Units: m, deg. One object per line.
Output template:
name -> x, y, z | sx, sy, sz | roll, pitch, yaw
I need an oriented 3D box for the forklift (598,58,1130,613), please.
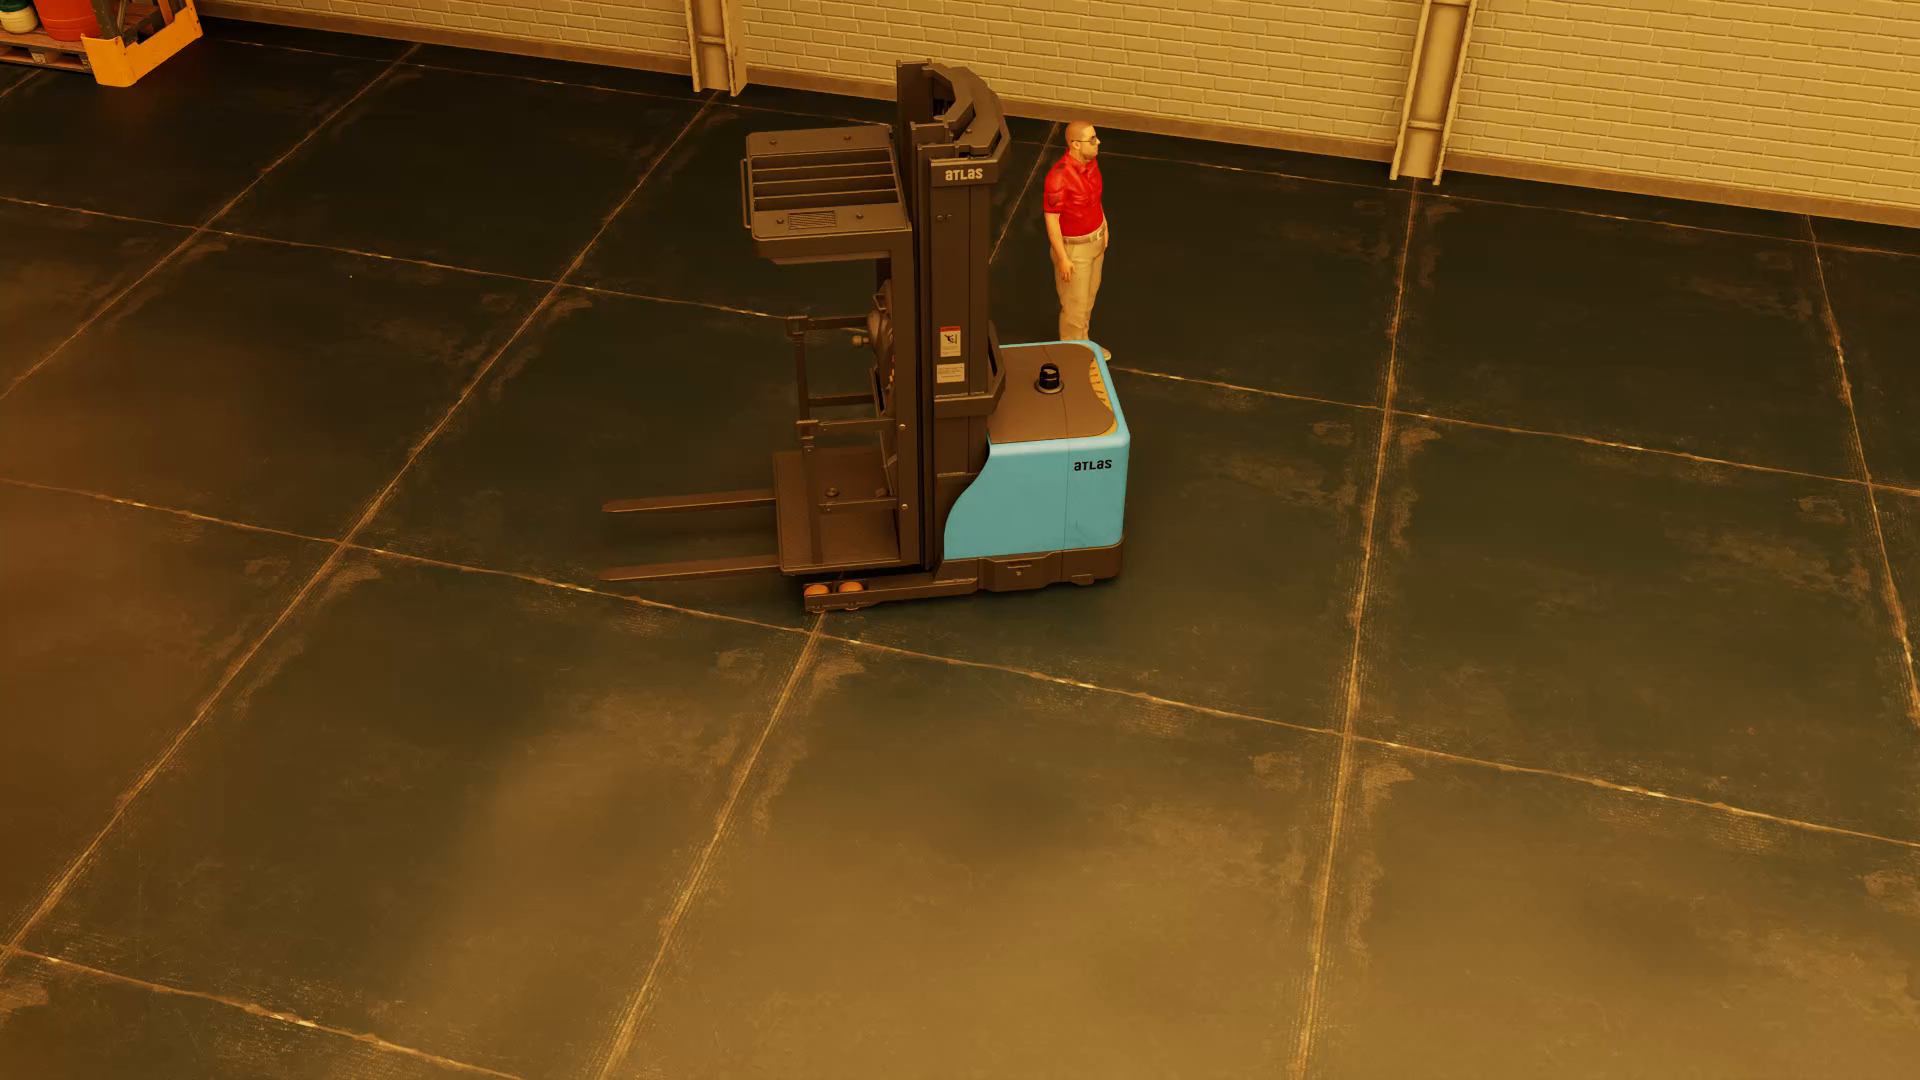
forklift -> -0.604, -1.052, 9.062 | 3.031, 2.935, 1.130 | -5, 41, -5

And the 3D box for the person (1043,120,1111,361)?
person -> 0.859, -1.903, 10.932 | 0.550, 1.728, 0.641 | 21, 45, 22
